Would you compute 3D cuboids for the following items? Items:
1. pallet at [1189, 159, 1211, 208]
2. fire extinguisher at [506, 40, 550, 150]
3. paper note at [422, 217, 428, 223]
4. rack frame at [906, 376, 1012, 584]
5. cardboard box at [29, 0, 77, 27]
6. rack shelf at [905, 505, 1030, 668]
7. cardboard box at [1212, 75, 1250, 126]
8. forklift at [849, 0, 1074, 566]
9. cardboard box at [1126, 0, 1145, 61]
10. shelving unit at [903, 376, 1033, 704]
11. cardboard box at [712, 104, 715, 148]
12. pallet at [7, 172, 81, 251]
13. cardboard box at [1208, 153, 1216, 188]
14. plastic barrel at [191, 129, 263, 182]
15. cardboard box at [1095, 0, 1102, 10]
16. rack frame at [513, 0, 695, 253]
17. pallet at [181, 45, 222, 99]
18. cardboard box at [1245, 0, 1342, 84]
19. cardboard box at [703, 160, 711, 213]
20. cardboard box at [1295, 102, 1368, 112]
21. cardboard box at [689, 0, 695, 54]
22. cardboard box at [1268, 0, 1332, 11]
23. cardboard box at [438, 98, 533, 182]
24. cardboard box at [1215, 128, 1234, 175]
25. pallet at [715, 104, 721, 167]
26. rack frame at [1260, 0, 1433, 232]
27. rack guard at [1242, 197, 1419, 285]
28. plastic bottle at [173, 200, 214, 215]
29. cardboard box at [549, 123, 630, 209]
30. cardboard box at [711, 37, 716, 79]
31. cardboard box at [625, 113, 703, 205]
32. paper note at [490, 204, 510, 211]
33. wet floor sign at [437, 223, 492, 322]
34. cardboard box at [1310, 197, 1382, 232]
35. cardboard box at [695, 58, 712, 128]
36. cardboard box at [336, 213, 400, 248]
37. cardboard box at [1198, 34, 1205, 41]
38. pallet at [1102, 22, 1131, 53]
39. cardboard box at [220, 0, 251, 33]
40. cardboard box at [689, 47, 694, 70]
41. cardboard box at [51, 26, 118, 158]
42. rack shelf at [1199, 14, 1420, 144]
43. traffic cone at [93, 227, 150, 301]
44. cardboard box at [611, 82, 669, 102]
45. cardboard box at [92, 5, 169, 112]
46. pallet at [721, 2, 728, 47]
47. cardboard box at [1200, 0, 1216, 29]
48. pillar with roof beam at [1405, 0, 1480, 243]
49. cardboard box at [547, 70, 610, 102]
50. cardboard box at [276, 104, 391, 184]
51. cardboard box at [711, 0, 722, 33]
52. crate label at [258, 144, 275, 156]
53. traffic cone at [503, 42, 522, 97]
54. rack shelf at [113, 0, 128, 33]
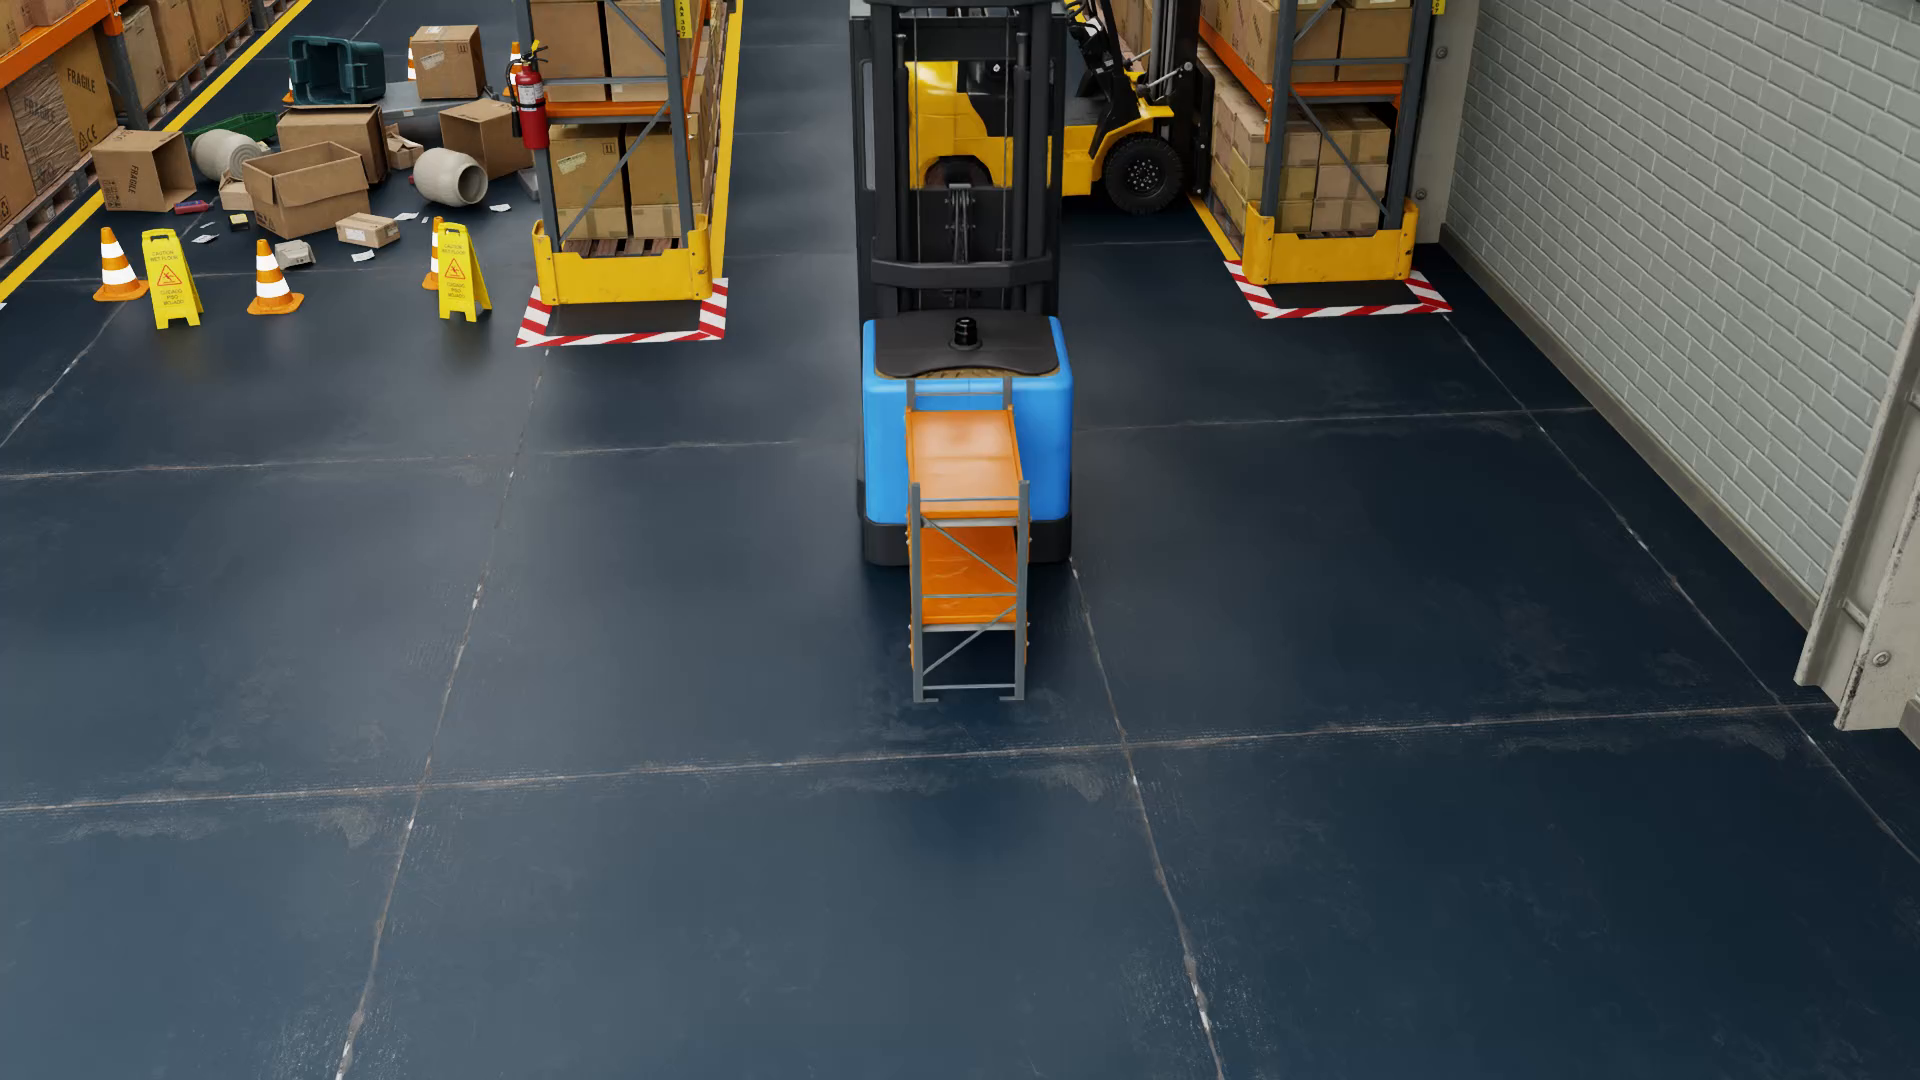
[{"bbox_3d":[2.401,-3.032,13.621,1.003,0.211,1.213,-3,31,-5],"label":"pallet"},{"bbox_3d":[-2.765,-2.866,10.699,0.296,0.674,0.183,-3,31,-5],"label":"fire extinguisher"},{"bbox_3d":[-4.148,-2.484,12.899,0.032,0.001,0.123,-3,31,-5],"label":"paper note"},{"bbox_3d":[-0.004,-0.276,8.115,0.500,1.125,0.032,-1,31,-2],"label":"rack frame"},{"bbox_3d":[-7.489,-4.330,12.928,0.875,0.550,0.550,-3,31,-5],"label":"cardboard box"},{"bbox_3d":[0.019,0.194,7.805,0.538,0.278,1.000,-1,31,-2],"label":"rack shelf"},{"bbox_3d":[2.161,-3.386,12.791,0.500,0.250,0.500,-2,31,-4],"label":"cardboard box"},{"bbox_3d":[-0.020,-1.851,8.990,1.130,2.935,3.031,-1,31,-2],"label":"forklift"},{"bbox_3d":[2.126,-5.085,16.244,0.875,0.625,0.625,-3,31,-5],"label":"cardboard box"},{"bbox_3d":[0.019,-0.016,7.679,0.538,1.125,1.048,-1,31,-2],"label":"shelving unit"},{"bbox_3d":[-2.308,-3.461,13.892,0.500,0.250,0.500,-4,31,-6],"label":"cardboard box"},{"bbox_3d":[-7.499,-2.520,12.763,1.003,0.211,1.213,-3,31,-5],"label":"pallet"},{"bbox_3d":[2.192,-2.954,13.043,0.500,0.250,0.500,-2,31,-4],"label":"cardboard box"},{"bbox_3d":[-5.976,-3.122,13.563,0.512,0.421,0.421,20,36,29],"label":"plastic barrel"},{"bbox_3d":[1.922,-6.146,18.020,0.875,0.625,0.625,-2,31,-3],"label":"cardboard box"},{"bbox_3d":[-2.317,-2.980,10.814,1.000,3.000,0.127,-3,31,-5],"label":"rack frame"},{"bbox_3d":[-7.874,-4.551,16.163,1.003,0.211,1.213,-3,31,-5],"label":"pallet"},{"bbox_3d":[2.317,-3.501,11.589,0.500,0.500,0.500,-3,31,-6],"label":"cardboard box"},{"bbox_3d":[-2.157,-2.666,12.560,0.500,0.250,0.500,-2,31,-3],"label":"cardboard box"},{"bbox_3d":[2.718,-3.158,12.409,0.500,0.250,0.500,-3,31,-5],"label":"cardboard box"},{"bbox_3d":[-2.137,-3.670,11.581,0.500,0.500,0.500,-2,31,-3],"label":"cardboard box"},{"bbox_3d":[2.313,-3.705,11.297,0.380,0.149,0.250,-2,31,-4],"label":"cardboard box"},{"bbox_3d":[-3.945,-3.338,13.848,0.500,0.500,0.500,20,36,29],"label":"cardboard box"},{"bbox_3d":[2.232,-2.924,12.505,0.500,0.250,0.500,-3,31,-5],"label":"cardboard box"},{"bbox_3d":[-2.593,-3.484,14.376,1.003,0.211,1.213,-3,31,-5],"label":"pallet"},{"bbox_3d":[2.625,-3.220,11.215,1.000,3.000,0.127,-3,31,-5],"label":"rack frame"},{"bbox_3d":[2.627,-2.134,11.835,1.175,0.500,0.348,-3,31,-5],"label":"rack guard"},{"bbox_3d":[-6.024,-2.621,13.078,0.283,0.061,0.133,-14,33,-22],"label":"plastic bottle"},{"bbox_3d":[-2.651,-2.698,11.883,0.500,0.500,0.500,-3,31,-4],"label":"cardboard box"},{"bbox_3d":[-2.742,-4.342,15.247,0.950,0.372,0.625,-2,31,-4],"label":"cardboard box"},{"bbox_3d":[-2.120,-2.739,11.951,0.500,0.500,0.500,-4,31,-6],"label":"cardboard box"},{"bbox_3d":[-3.625,-2.626,13.117,0.142,0.019,0.148,-14,33,-22],"label":"paper note"},{"bbox_3d":[-3.364,-1.821,11.169,0.267,0.644,0.232,8,32,13],"label":"wet floor sign"},{"bbox_3d":[2.774,-2.479,12.248,0.500,0.250,0.500,-3,31,-4],"label":"cardboard box"},{"bbox_3d":[-2.270,-3.535,13.283,0.500,0.500,0.500,-1,31,-2],"label":"cardboard box"},{"bbox_3d":[-4.450,-2.328,12.502,0.380,0.149,0.250,13,33,21],"label":"cardboard box"},{"bbox_3d":[2.022,-4.167,14.098,0.500,0.250,0.500,-3,31,-5],"label":"cardboard box"},{"bbox_3d":[2.026,-5.063,17.021,1.003,0.211,1.213,-3,31,-5],"label":"pallet"},{"bbox_3d":[-8.016,-5.675,17.110,1.050,0.750,0.750,-3,31,-5],"label":"cardboard box"},{"bbox_3d":[-2.102,-3.455,11.853,0.380,0.149,0.250,-2,31,-4],"label":"cardboard box"},{"bbox_3d":[-7.620,-3.677,13.643,0.875,0.875,0.875,-2,31,-4],"label":"cardboard box"},{"bbox_3d":[2.438,-3.932,13.109,1.077,0.370,4.000,-3,31,-5],"label":"rack shelf"},{"bbox_3d":[-5.872,-1.941,11.549,0.336,0.463,0.334,-3,31,-5],"label":"traffic cone"},{"bbox_3d":[-2.143,-3.055,11.185,0.380,0.149,0.250,-3,31,-4],"label":"cardboard box"},{"bbox_3d":[-7.757,-4.260,14.742,1.050,0.750,0.750,-3,31,-5],"label":"cardboard box"},{"bbox_3d":[-2.993,-5.468,17.699,1.003,0.211,1.213,-3,31,-5],"label":"pallet"},{"bbox_3d":[2.172,-4.284,12.900,0.500,0.500,0.500,-3,31,-4],"label":"cardboard box"},{"bbox_3d":[-0.829,-5.987,9.999,9.100,9.000,0.400,-3,31,-5],"label":"pillar with roof beam"},{"bbox_3d":[-2.565,-3.053,11.181,0.380,0.149,0.250,-2,31,-3],"label":"cardboard box"},{"bbox_3d":[-5.097,-3.219,13.516,0.797,0.637,0.503,-3,31,-5],"label":"cardboard box"},{"bbox_3d":[-2.945,-5.451,17.104,0.950,0.372,0.625,-3,31,-6],"label":"cardboard box"},{"bbox_3d":[-5.952,-3.240,14.040,0.250,0.136,0.298,27,40,37],"label":"crate label"},{"bbox_3d":[-4.200,-4.499,15.831,0.336,0.463,0.334,-3,31,-5],"label":"traffic cone"},{"bbox_3d":[-7.796,-5.446,15.643,1.077,0.370,4.000,-3,31,-5],"label":"rack shelf"}]
